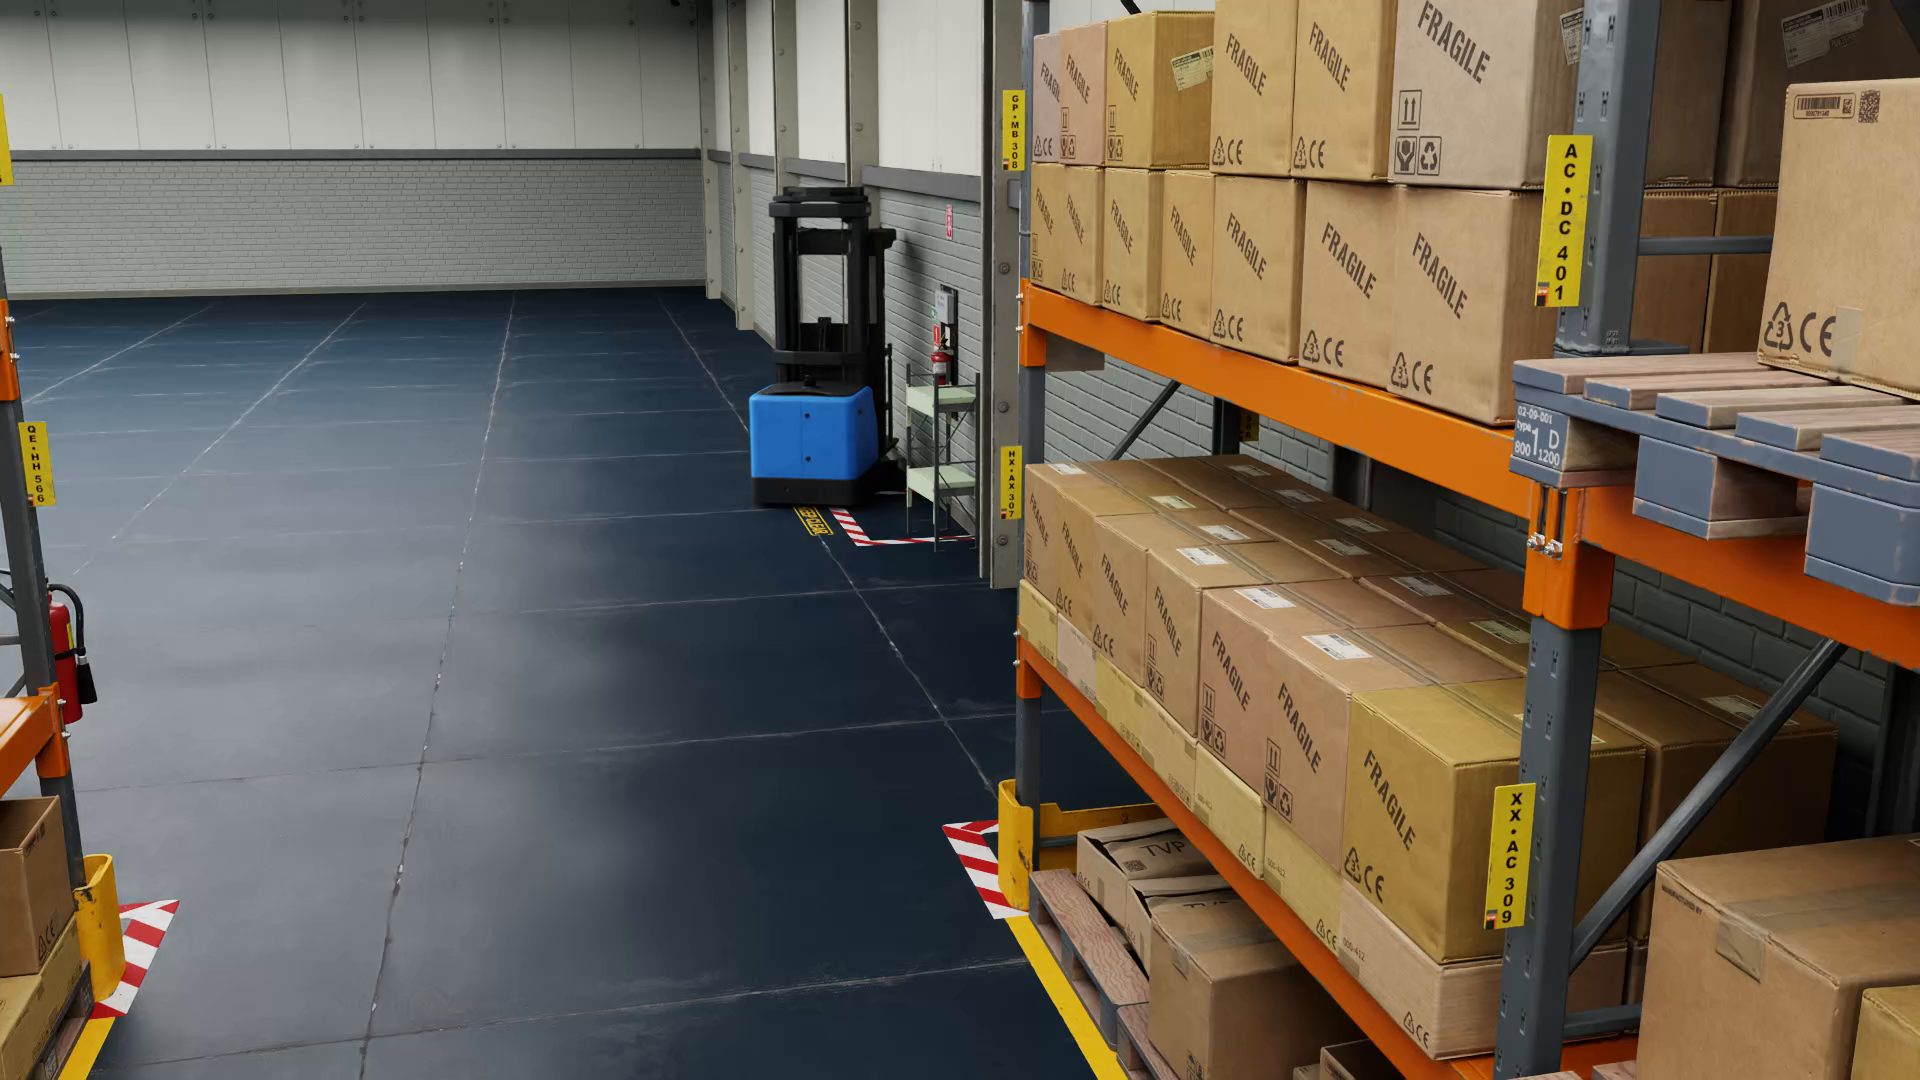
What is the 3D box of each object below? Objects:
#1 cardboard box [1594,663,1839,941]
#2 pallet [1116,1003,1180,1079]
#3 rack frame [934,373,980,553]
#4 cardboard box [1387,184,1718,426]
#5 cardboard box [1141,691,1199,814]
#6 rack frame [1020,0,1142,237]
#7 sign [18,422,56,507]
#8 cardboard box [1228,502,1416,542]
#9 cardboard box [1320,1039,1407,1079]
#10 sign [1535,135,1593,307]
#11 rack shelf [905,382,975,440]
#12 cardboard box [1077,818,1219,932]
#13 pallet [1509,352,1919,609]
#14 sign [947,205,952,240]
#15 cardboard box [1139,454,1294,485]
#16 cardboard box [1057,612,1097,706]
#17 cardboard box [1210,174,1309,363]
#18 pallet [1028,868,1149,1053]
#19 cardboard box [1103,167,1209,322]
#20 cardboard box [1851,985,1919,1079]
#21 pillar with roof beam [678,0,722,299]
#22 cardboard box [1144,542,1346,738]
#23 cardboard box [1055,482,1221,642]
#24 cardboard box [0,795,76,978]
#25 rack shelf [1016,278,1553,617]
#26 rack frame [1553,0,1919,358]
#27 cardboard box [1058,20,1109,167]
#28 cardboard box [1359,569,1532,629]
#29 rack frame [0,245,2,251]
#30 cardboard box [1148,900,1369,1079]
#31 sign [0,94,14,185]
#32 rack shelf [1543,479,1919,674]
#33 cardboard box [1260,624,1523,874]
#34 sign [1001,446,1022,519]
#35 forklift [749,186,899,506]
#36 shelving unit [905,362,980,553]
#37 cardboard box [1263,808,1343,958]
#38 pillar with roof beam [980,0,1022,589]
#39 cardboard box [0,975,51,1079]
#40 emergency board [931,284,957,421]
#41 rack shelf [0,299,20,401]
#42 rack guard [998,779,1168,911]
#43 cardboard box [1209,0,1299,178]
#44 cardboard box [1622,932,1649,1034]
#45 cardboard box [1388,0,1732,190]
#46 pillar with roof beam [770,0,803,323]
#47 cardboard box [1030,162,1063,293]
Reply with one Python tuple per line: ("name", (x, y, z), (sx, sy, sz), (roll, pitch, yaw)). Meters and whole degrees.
("cardboard box", (1.788, 0.640, 4.181), (0.500, 0.500, 0.500), (-4, 14, -14))
("pallet", (1.213, 1.981, 5.874), (1.003, 0.211, 1.213), (-3, 14, -13))
("rack frame", (-0.023, -0.642, 13.895), (0.400, 1.500, 0.023), (-5, 15, -19))
("cardboard box", (1.336, -0.557, 3.815), (0.500, 0.500, 0.500), (-3, 14, -12))
("cardboard box", (0.928, 0.686, 5.575), (0.500, 0.250, 0.500), (-3, 14, -13))
("rack frame", (0.756, -2.776, 6.828), (1.000, 3.000, 0.127), (-3, 14, -13))
("sign", (-3.527, -0.289, 6.351), (0.100, 0.325, 0.005), (-3, 14, -13))
("cardboard box", (1.308, 0.170, 6.105), (0.500, 0.500, 0.500), (-4, 14, -15))
("cardboard box", (1.413, 1.825, 4.978), (0.500, 0.500, 0.500), (-4, 14, -17))
("sign", (1.170, -0.615, 3.214), (0.100, 0.325, 0.005), (-3, 14, -13))
("rack shelf", (-0.149, -1.103, 14.136), (0.431, 0.370, 0.720), (-5, 15, -19))
("cardboard box", (0.831, 1.396, 7.133), (0.500, 0.311, 0.500), (-5, 15, -20))
("pallet", (1.737, -0.156, 2.822), (1.213, 0.211, 1.003), (-3, 14, -13))
("sign", (-0.096, -2.838, 14.839), (0.001, 0.298, 0.199), (-3, 14, -13))
("cardboard box", (1.073, -0.066, 7.070), (0.500, 0.500, 0.500), (-3, 14, -14))
("cardboard box", (0.698, 0.451, 6.535), (0.500, 0.250, 0.500), (-4, 14, -15))
("cardboard box", (1.063, -0.800, 4.808), (0.500, 0.500, 0.500), (-4, 14, -15))
("pallet", (0.930, 1.700, 7.024), (1.003, 0.211, 1.213), (-3, 14, -13))
("cardboard box", (0.809, -1.040, 5.792), (0.500, 0.500, 0.500), (-3, 14, -11))
("cardboard box", (1.906, 1.048, 2.681), (0.700, 0.500, 0.500), (-2, 14, -7))
("pillar with roof beam", (-9.469, -9.343, 33.710), (9.100, 9.000, 0.548), (-3, 14, -13))
("cardboard box", (0.931, 0.317, 5.504), (0.500, 0.500, 0.500), (-3, 14, -11))
("cardboard box", (0.683, 0.079, 6.478), (0.500, 0.500, 0.500), (-3, 14, -13))
("cardboard box", (-3.643, 1.290, 6.155), (0.500, 0.500, 0.500), (-3, 14, -13))
("rack shelf", (1.226, -0.508, 5.381), (1.077, 0.370, 4.000), (-3, 14, -13))
("rack frame", (1.696, -1.853, 3.051), (1.000, 3.000, 0.127), (-3, 14, -13))
("cardboard box", (0.679, -1.642, 6.147), (0.500, 0.500, 0.500), (-3, 14, -14))
("cardboard box", (1.559, 0.405, 5.142), (0.500, 0.500, 0.500), (-3, 14, -12))
("rack frame", (-4.058, -2.499, 5.694), (1.000, 3.000, 0.127), (-3, 14, -13))
("cardboard box", (1.089, 1.607, 5.868), (0.700, 0.500, 0.500), (-4, 14, -17))
("sign", (-3.527, -1.460, 6.065), (0.100, 0.325, 0.005), (-3, 14, -13))
("rack shelf", (2.165, 0.415, 1.604), (1.077, 0.370, 4.000), (-3, 14, -13))
("cardboard box", (1.161, 0.554, 4.535), (0.500, 0.500, 0.500), (-3, 14, -14))
("sign", (0.229, -0.252, 7.313), (0.100, 0.325, 0.005), (-3, 14, -13))
("forklift", (-1.240, -2.043, 16.614), (1.130, 2.935, 3.031), (2, 14, 8))
("shelving unit", (-0.149, -0.724, 14.229), (0.431, 1.500, 0.755), (-5, 15, -19))
("cardboard box", (1.181, 0.917, 4.629), (0.500, 0.250, 0.500), (-3, 14, -13))
("pillar with roof beam", (-3.832, -3.807, 11.048), (9.100, 9.000, 0.400), (-3, 14, -13))
("cardboard box", (-3.516, 1.769, 5.774), (0.500, 0.250, 0.500), (-3, 14, -13))
("emergency board", (-0.191, -1.705, 15.084), (0.194, 1.169, 0.643), (-3, 14, -13))
("rack shelf", (-3.588, -0.231, 4.247), (1.077, 0.370, 4.000), (-3, 14, -13))
("rack guard", (0.774, 1.370, 7.765), (1.175, 0.500, 0.348), (-3, 14, -13))
("cardboard box", (1.043, -1.286, 4.691), (0.500, 0.500, 0.500), (-4, 14, -15))
("cardboard box", (1.794, 1.004, 4.271), (0.500, 0.250, 0.500), (-3, 14, -13))
("cardboard box", (1.314, -1.040, 3.685), (0.500, 0.500, 0.500), (-5, 14, -18))
("pillar with roof beam", (-6.651, -6.575, 22.379), (9.100, 9.000, 0.400), (-3, 14, -13))
("cardboard box", (0.592, -1.286, 6.797), (0.500, 0.500, 0.500), (-3, 14, -12))
